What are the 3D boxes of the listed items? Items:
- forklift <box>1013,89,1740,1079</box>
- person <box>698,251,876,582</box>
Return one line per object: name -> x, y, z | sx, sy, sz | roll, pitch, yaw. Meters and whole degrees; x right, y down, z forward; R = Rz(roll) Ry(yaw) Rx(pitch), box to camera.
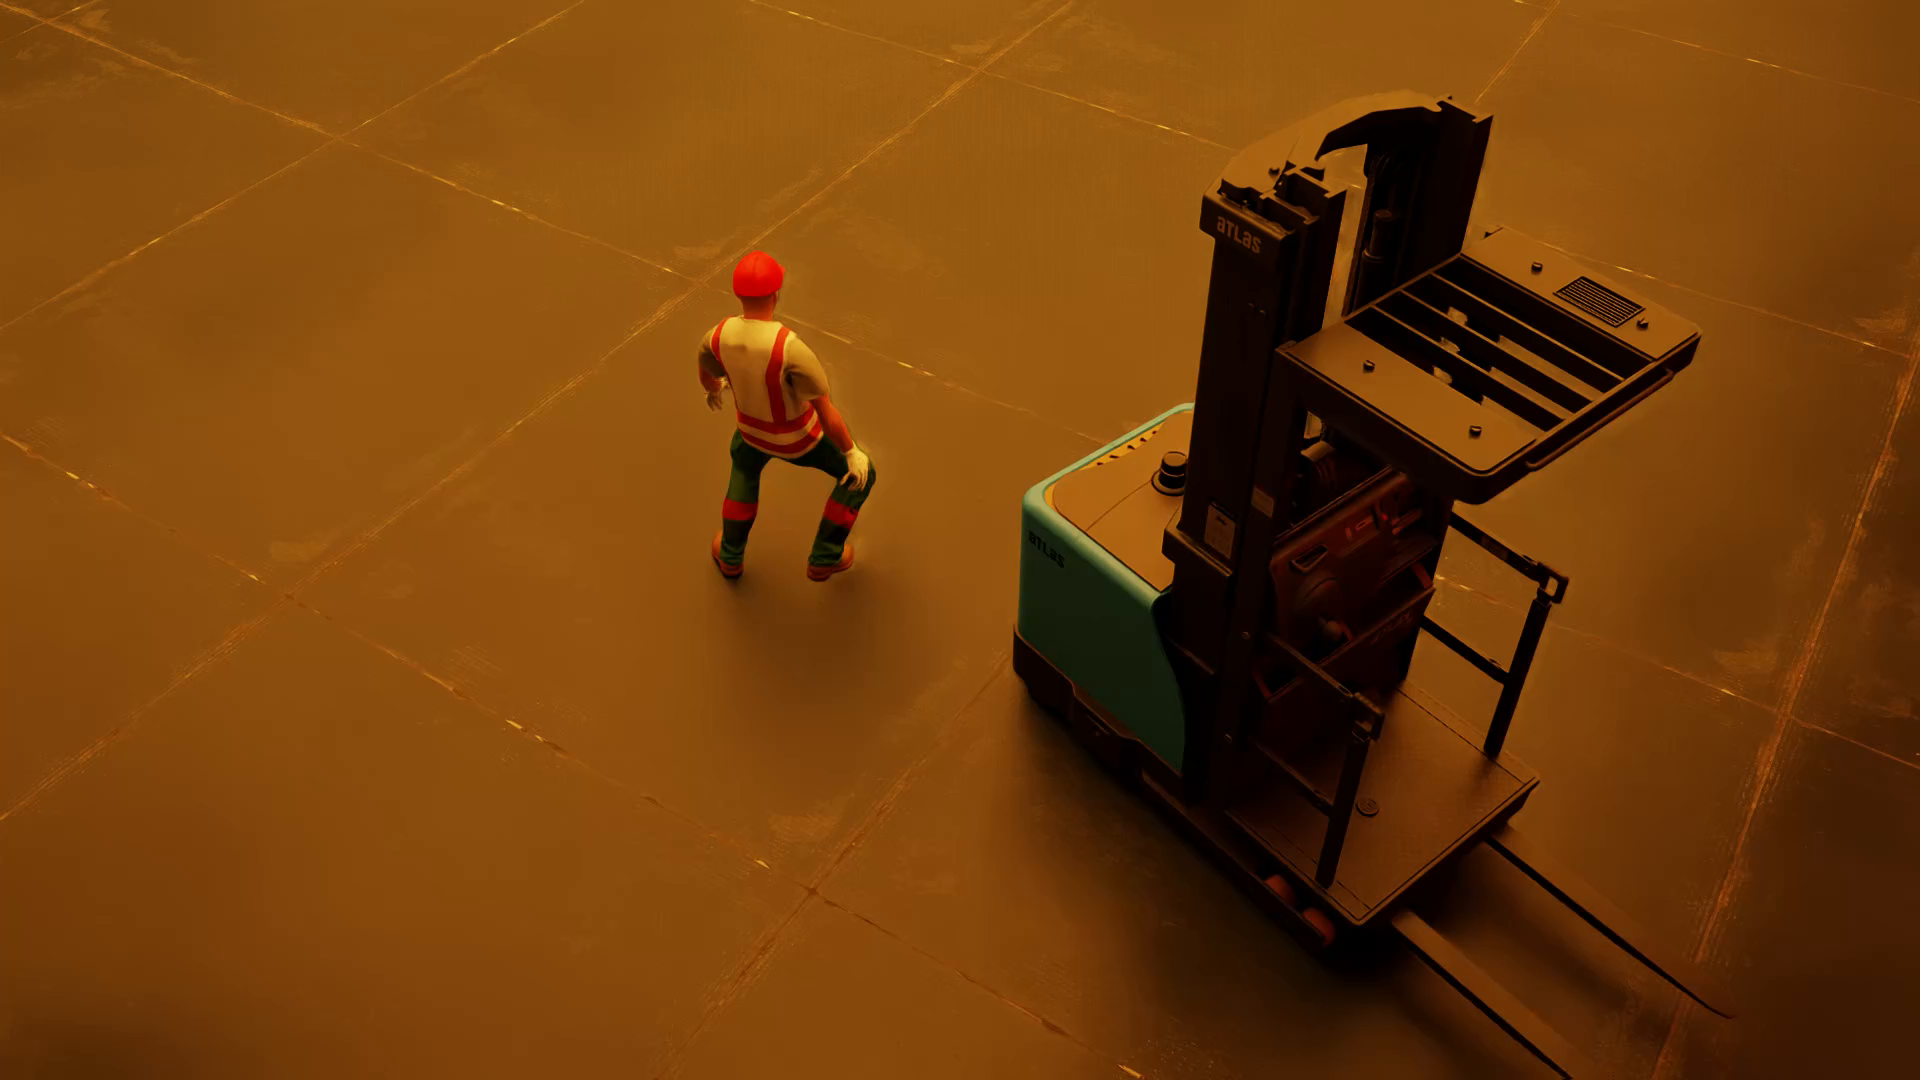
forklift -> 1.553, 0.102, 5.741 | 1.130, 2.935, 3.031 | -29, 51, -27
person -> -0.775, -0.518, 7.312 | 0.949, 1.679, 0.553 | 23, 48, 23
